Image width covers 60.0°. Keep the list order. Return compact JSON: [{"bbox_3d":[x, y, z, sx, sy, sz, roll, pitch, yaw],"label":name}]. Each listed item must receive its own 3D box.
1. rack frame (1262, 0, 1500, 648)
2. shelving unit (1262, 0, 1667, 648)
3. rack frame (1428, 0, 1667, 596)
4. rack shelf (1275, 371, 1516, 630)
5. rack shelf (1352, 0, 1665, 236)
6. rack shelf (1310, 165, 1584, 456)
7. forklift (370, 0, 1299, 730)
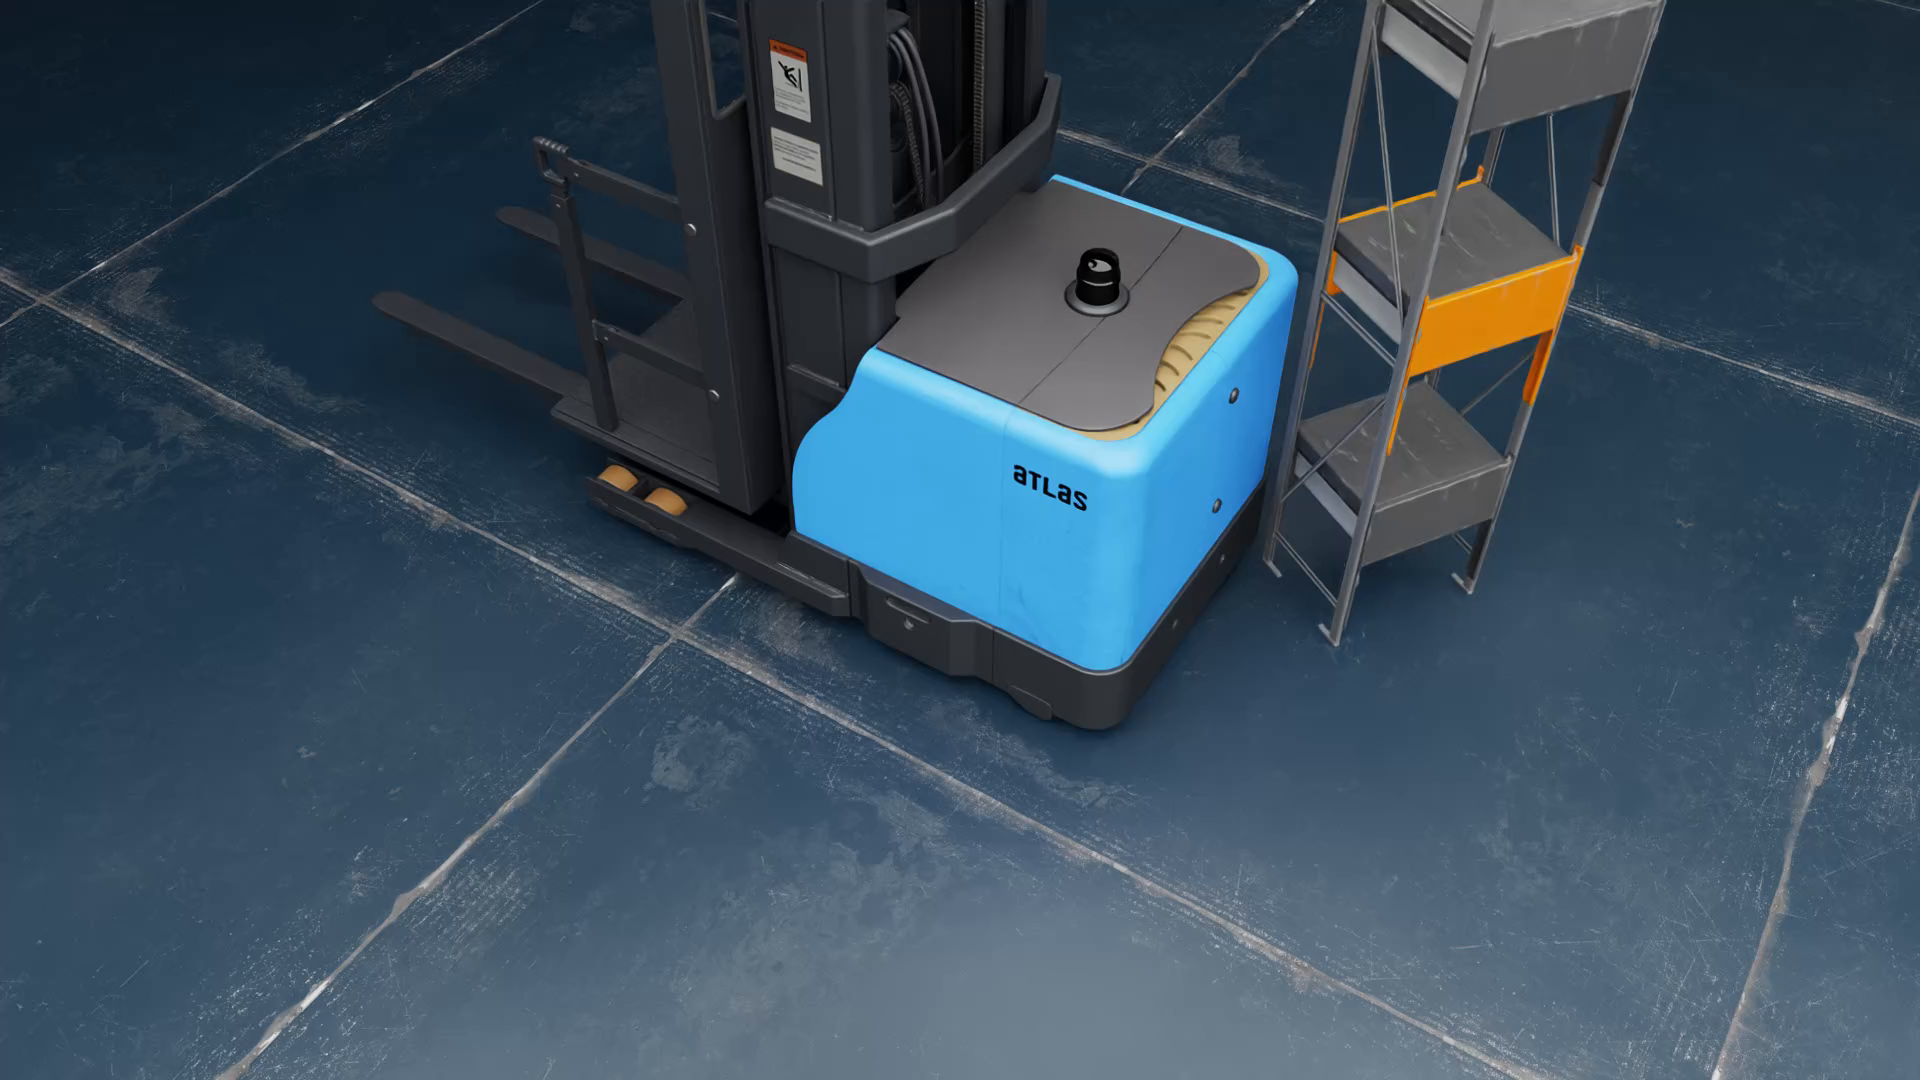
[{"bbox_3d":[1.034,-0.544,4.314,0.015,2.100,0.400,-19,49,-17],"label":"rack frame"},{"bbox_3d":[1.254,-0.619,4.387,0.503,2.100,0.431,-19,49,-17],"label":"shelving unit"},{"bbox_3d":[1.475,-0.693,4.459,0.015,2.100,0.400,-19,49,-17],"label":"rack frame"},{"bbox_3d":[1.254,-0.121,4.899,0.480,0.518,0.431,-19,49,-17],"label":"rack shelf"},{"bbox_3d":[1.254,-1.097,3.895,0.480,0.518,0.431,-19,49,-17],"label":"rack shelf"},{"bbox_3d":[1.254,-0.609,4.397,0.480,0.518,0.431,-19,49,-17],"label":"rack shelf"},{"bbox_3d":[-0.584,-1.314,4.483,3.031,2.935,1.130,25,51,22],"label":"forklift"}]
